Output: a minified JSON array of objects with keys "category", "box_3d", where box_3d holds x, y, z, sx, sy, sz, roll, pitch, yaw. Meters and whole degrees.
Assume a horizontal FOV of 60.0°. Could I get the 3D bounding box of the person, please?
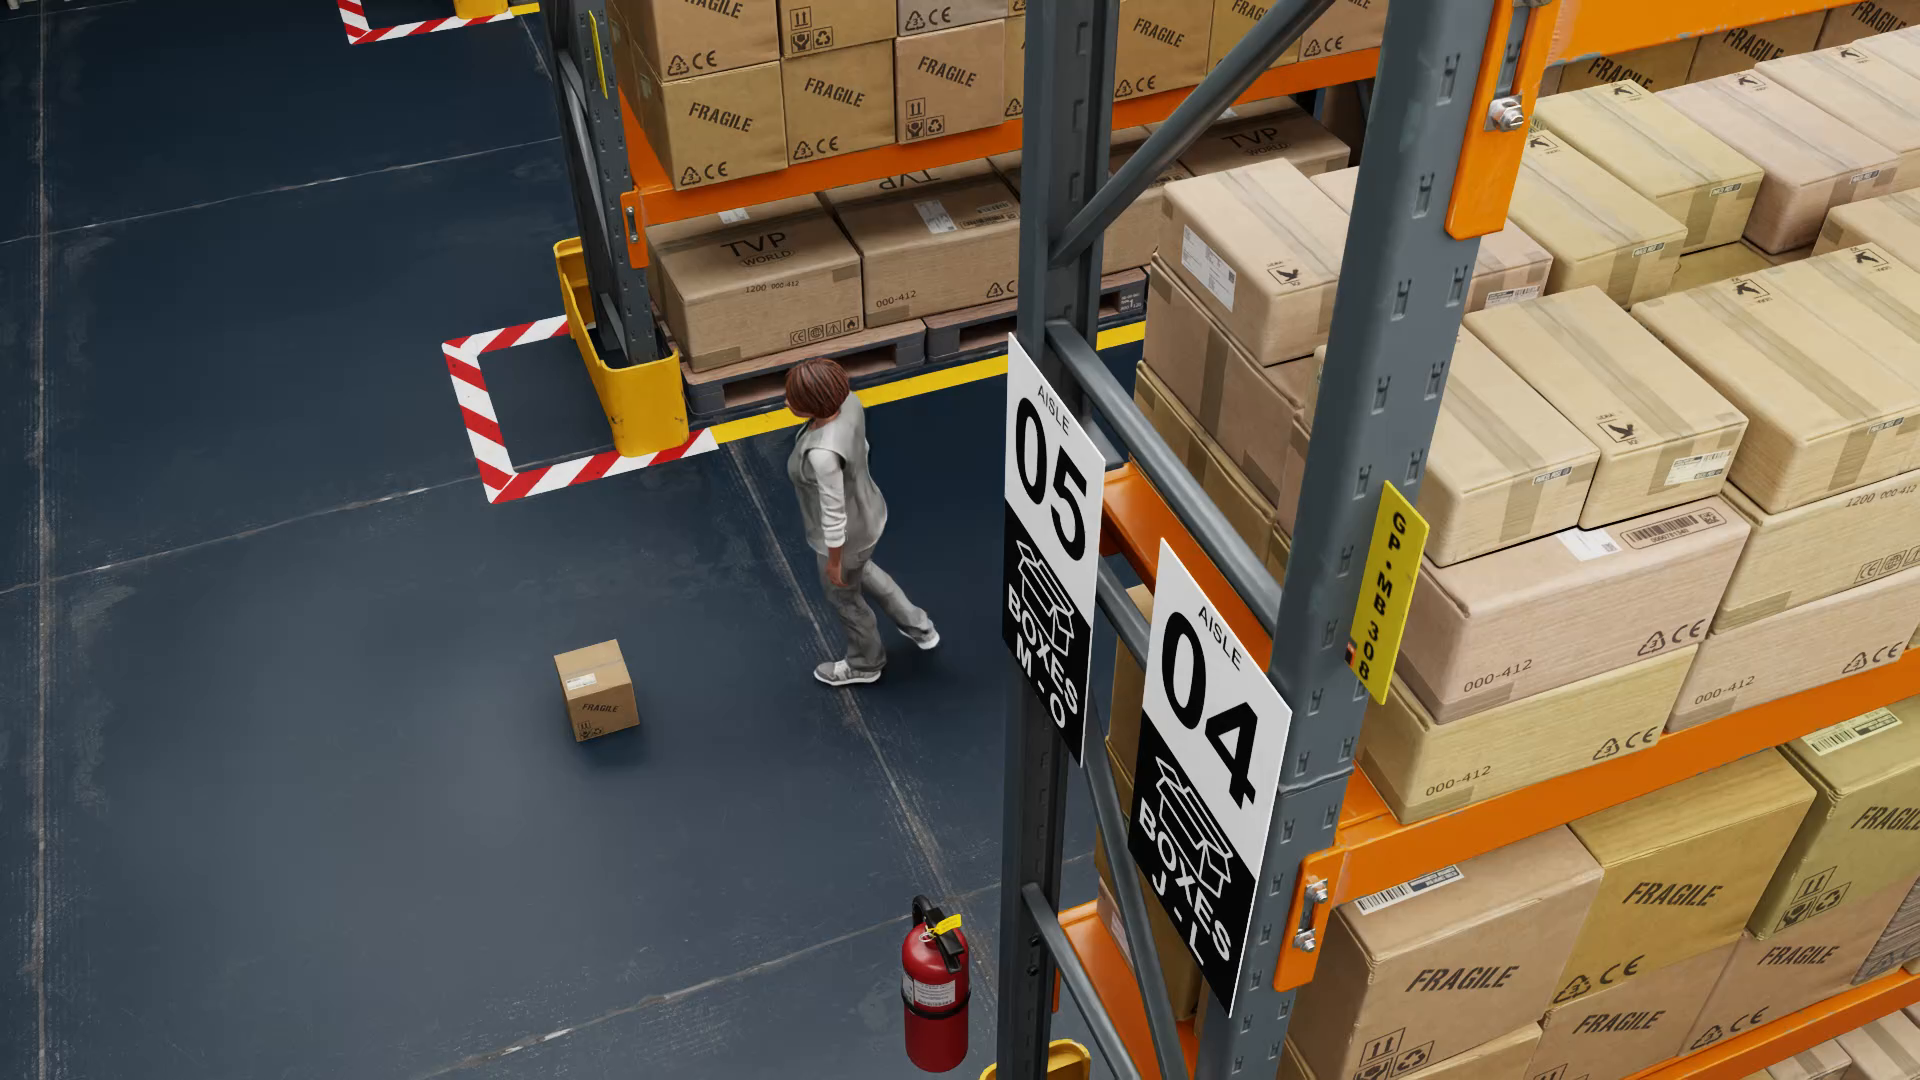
[{"category":"person","box_3d":[-0.349,-0.036,6.205,0.514,1.593,0.470,8,43,8]}]
